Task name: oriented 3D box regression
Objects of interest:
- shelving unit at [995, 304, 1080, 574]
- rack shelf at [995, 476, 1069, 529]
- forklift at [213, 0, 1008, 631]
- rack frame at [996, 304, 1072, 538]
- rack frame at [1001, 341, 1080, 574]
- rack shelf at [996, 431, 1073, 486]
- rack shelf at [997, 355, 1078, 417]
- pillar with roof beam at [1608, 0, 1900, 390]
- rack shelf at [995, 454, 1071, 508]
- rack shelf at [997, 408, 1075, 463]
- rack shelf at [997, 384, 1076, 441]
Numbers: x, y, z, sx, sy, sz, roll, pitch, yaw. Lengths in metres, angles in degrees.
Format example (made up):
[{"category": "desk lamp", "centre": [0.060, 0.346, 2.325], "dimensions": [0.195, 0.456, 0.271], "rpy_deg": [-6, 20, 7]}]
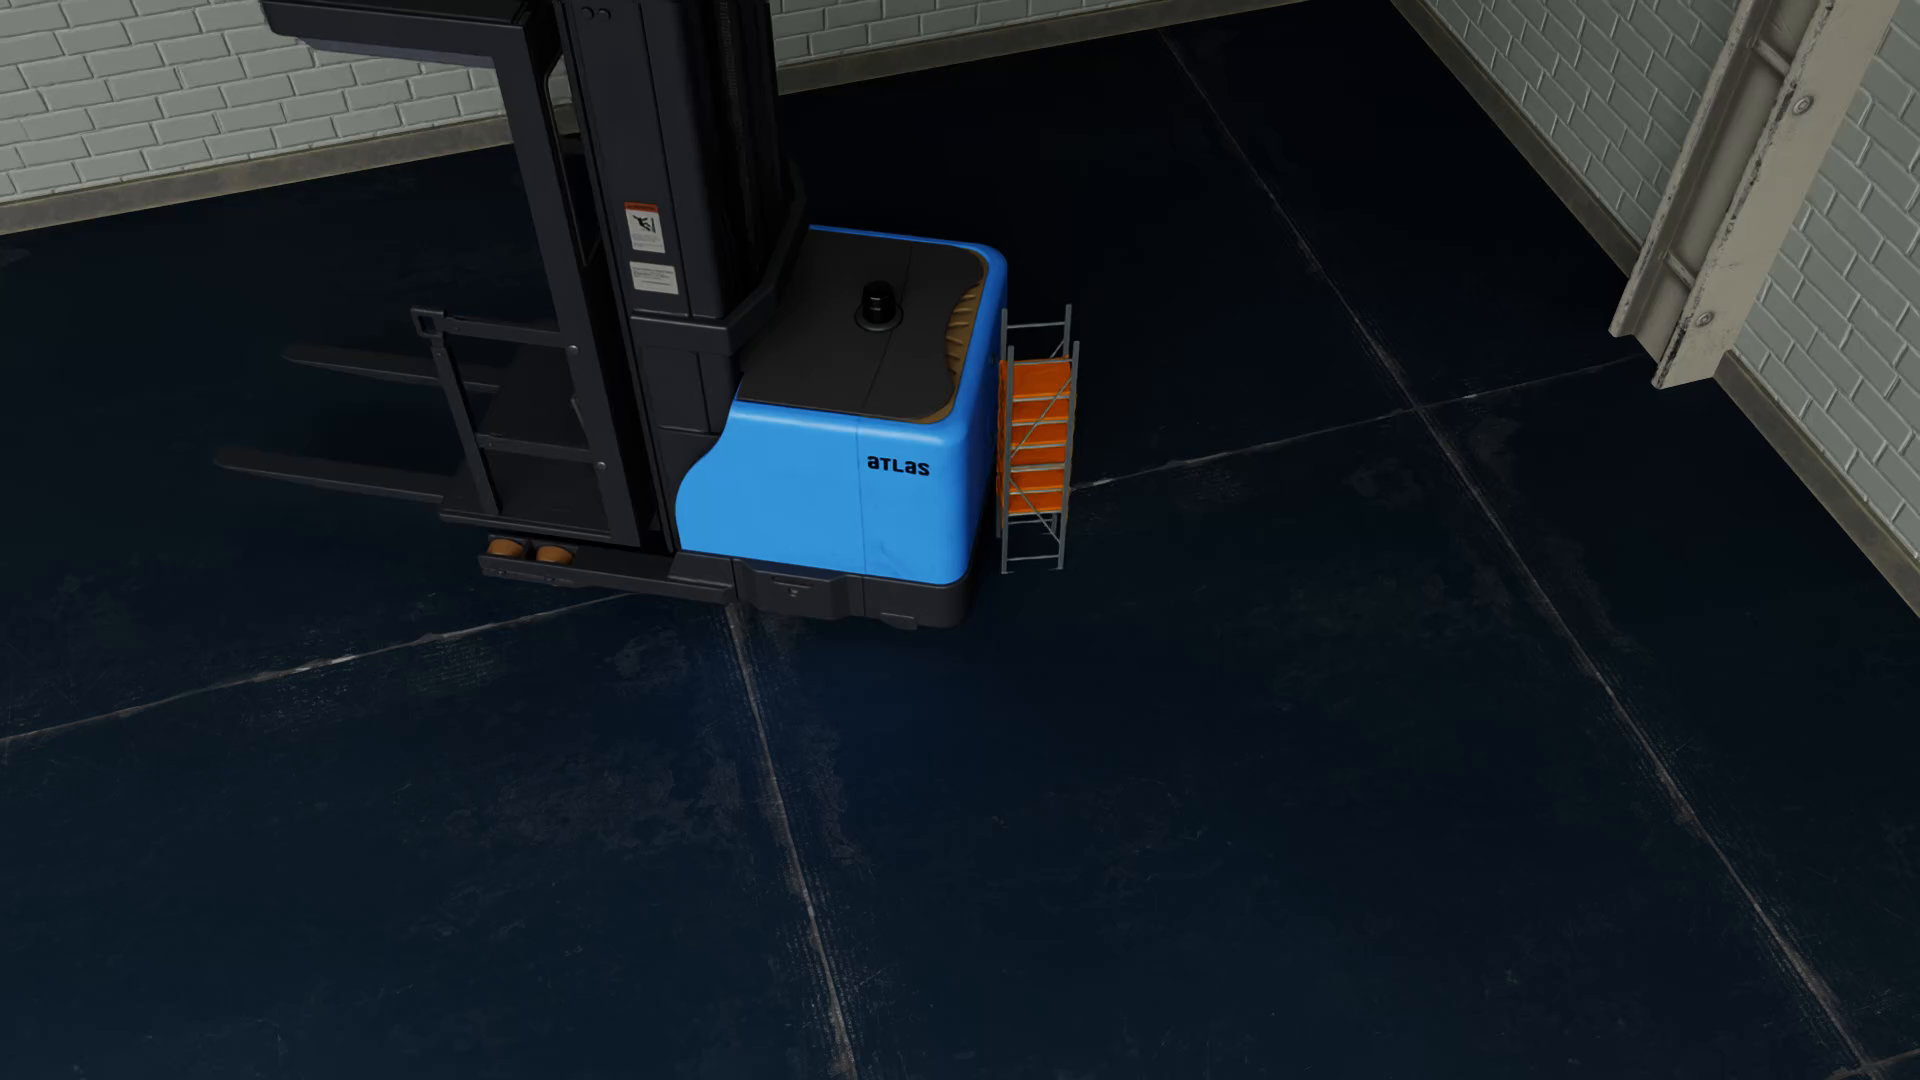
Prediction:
[{"category": "shelving unit", "centre": [0.269, -0.335, 6.037], "dimensions": [0.258, 1.200, 0.189], "rpy_deg": [-4, 50, -4]}, {"category": "rack shelf", "centre": [0.269, -0.152, 6.255], "dimensions": [0.258, 0.103, 0.180], "rpy_deg": [-4, 50, -4]}, {"category": "forklift", "centre": [-1.378, -1.156, 5.597], "dimensions": [3.031, 2.935, 1.130], "rpy_deg": [8, 50, 6]}, {"category": "rack frame", "centre": [0.260, -0.405, 6.096], "dimensions": [0.240, 1.200, 0.006], "rpy_deg": [-4, 50, -4]}, {"category": "rack frame", "centre": [0.279, -0.265, 5.979], "dimensions": [0.240, 1.200, 0.006], "rpy_deg": [-4, 50, -4]}, {"category": "rack shelf", "centre": [0.269, -0.306, 6.071], "dimensions": [0.258, 0.103, 0.180], "rpy_deg": [-4, 50, -4]}, {"category": "rack shelf", "centre": [0.269, -0.538, 5.796], "dimensions": [0.258, 0.103, 0.180], "rpy_deg": [-4, 50, -4]}, {"category": "pillar with roof beam", "centre": [-1.056, -2.746, 2.969], "dimensions": [9.100, 9.000, 0.400], "rpy_deg": [-13, 51, -11]}, {"category": "rack shelf", "centre": [0.269, -0.229, 6.163], "dimensions": [0.258, 0.103, 0.180], "rpy_deg": [-4, 50, -4]}, {"category": "rack shelf", "centre": [0.269, -0.384, 5.980], "dimensions": [0.258, 0.103, 0.180], "rpy_deg": [-4, 50, -4]}, {"category": "rack shelf", "centre": [0.269, -0.461, 5.888], "dimensions": [0.258, 0.103, 0.180], "rpy_deg": [-4, 50, -4]}]
